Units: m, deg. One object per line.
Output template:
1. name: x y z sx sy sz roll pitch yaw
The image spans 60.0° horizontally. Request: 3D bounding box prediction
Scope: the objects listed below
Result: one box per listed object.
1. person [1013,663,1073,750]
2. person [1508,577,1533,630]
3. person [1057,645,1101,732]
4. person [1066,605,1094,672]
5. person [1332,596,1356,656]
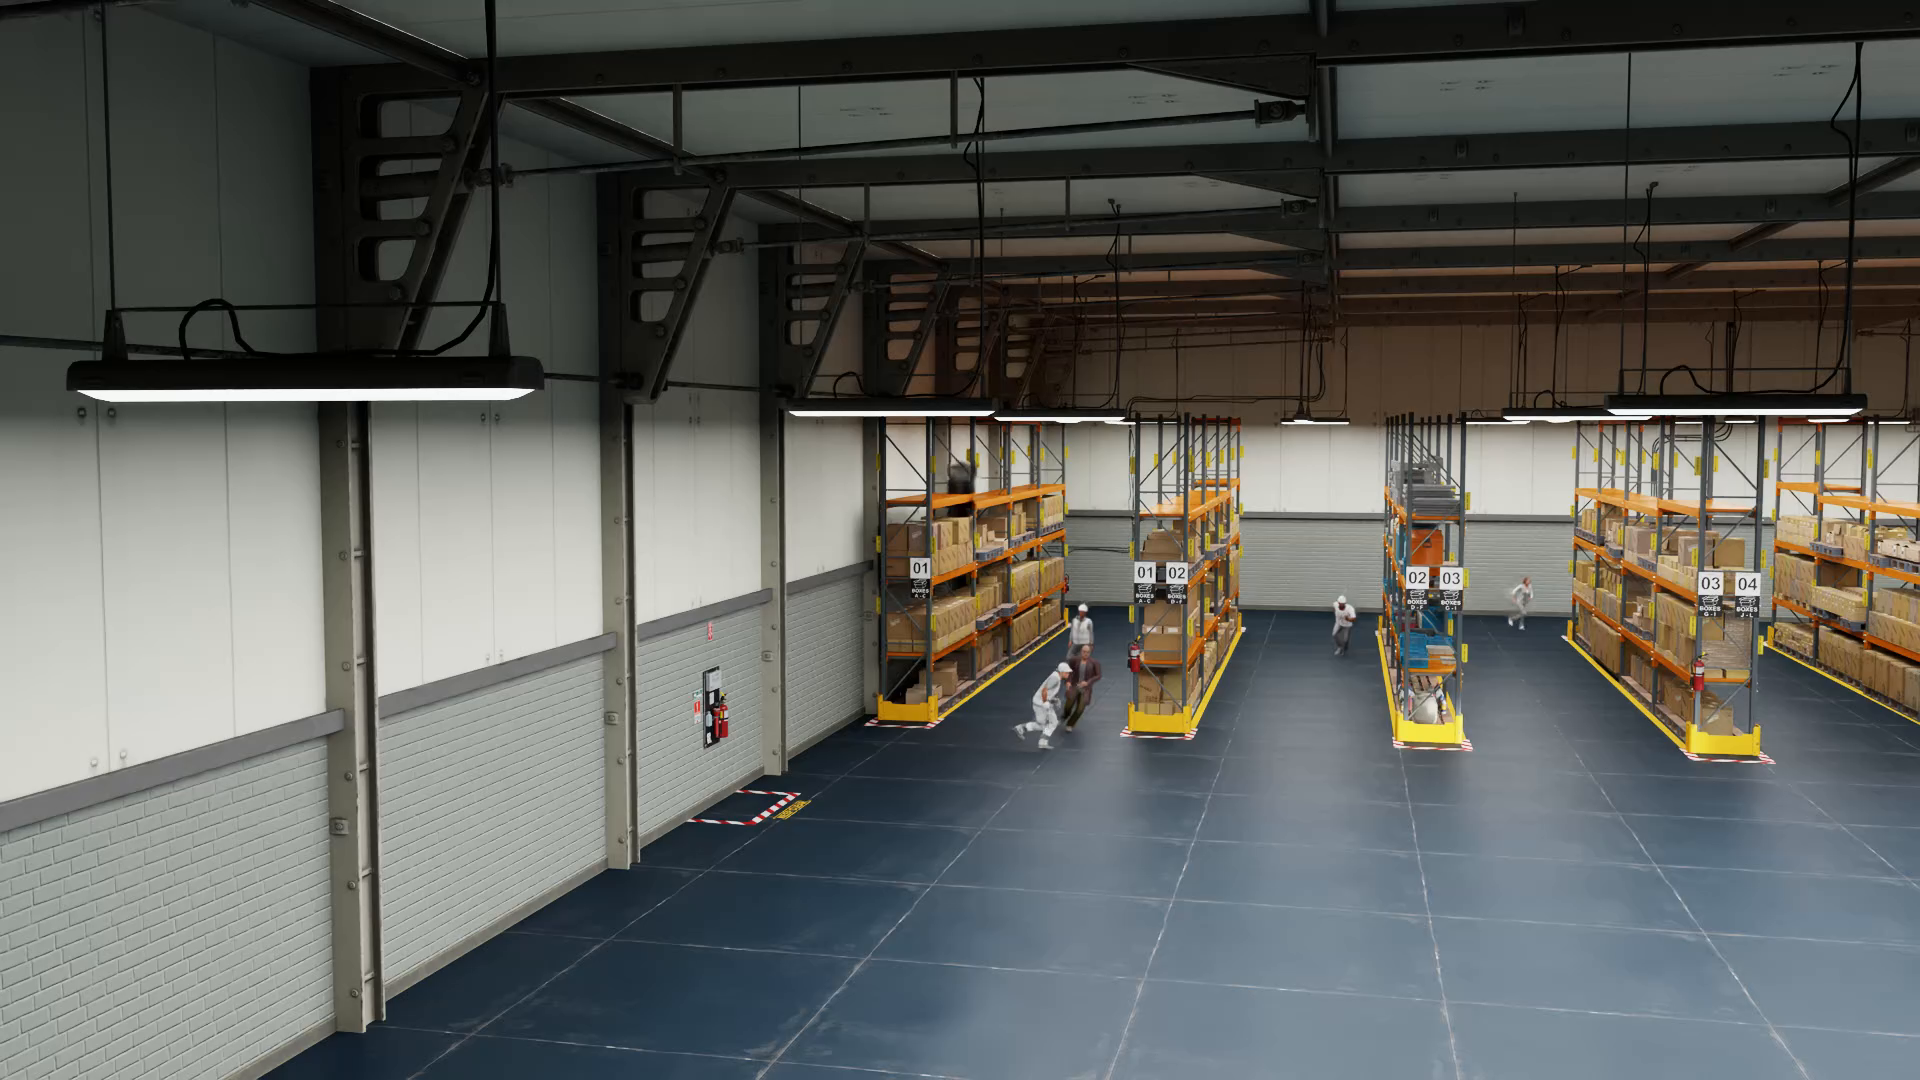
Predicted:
1. person: 1.468 2.952 29.569 1.085 1.572 0.666 1 4 15
2. person: 15.883 1.802 47.147 0.643 1.526 0.581 -2 4 -30
3. person: 2.229 2.780 31.291 0.835 1.643 0.650 0 4 3
4. person: 2.703 2.303 37.721 0.807 1.711 0.545 2 4 30
5. person: 9.583 2.120 41.499 0.704 1.532 1.107 2 4 29
